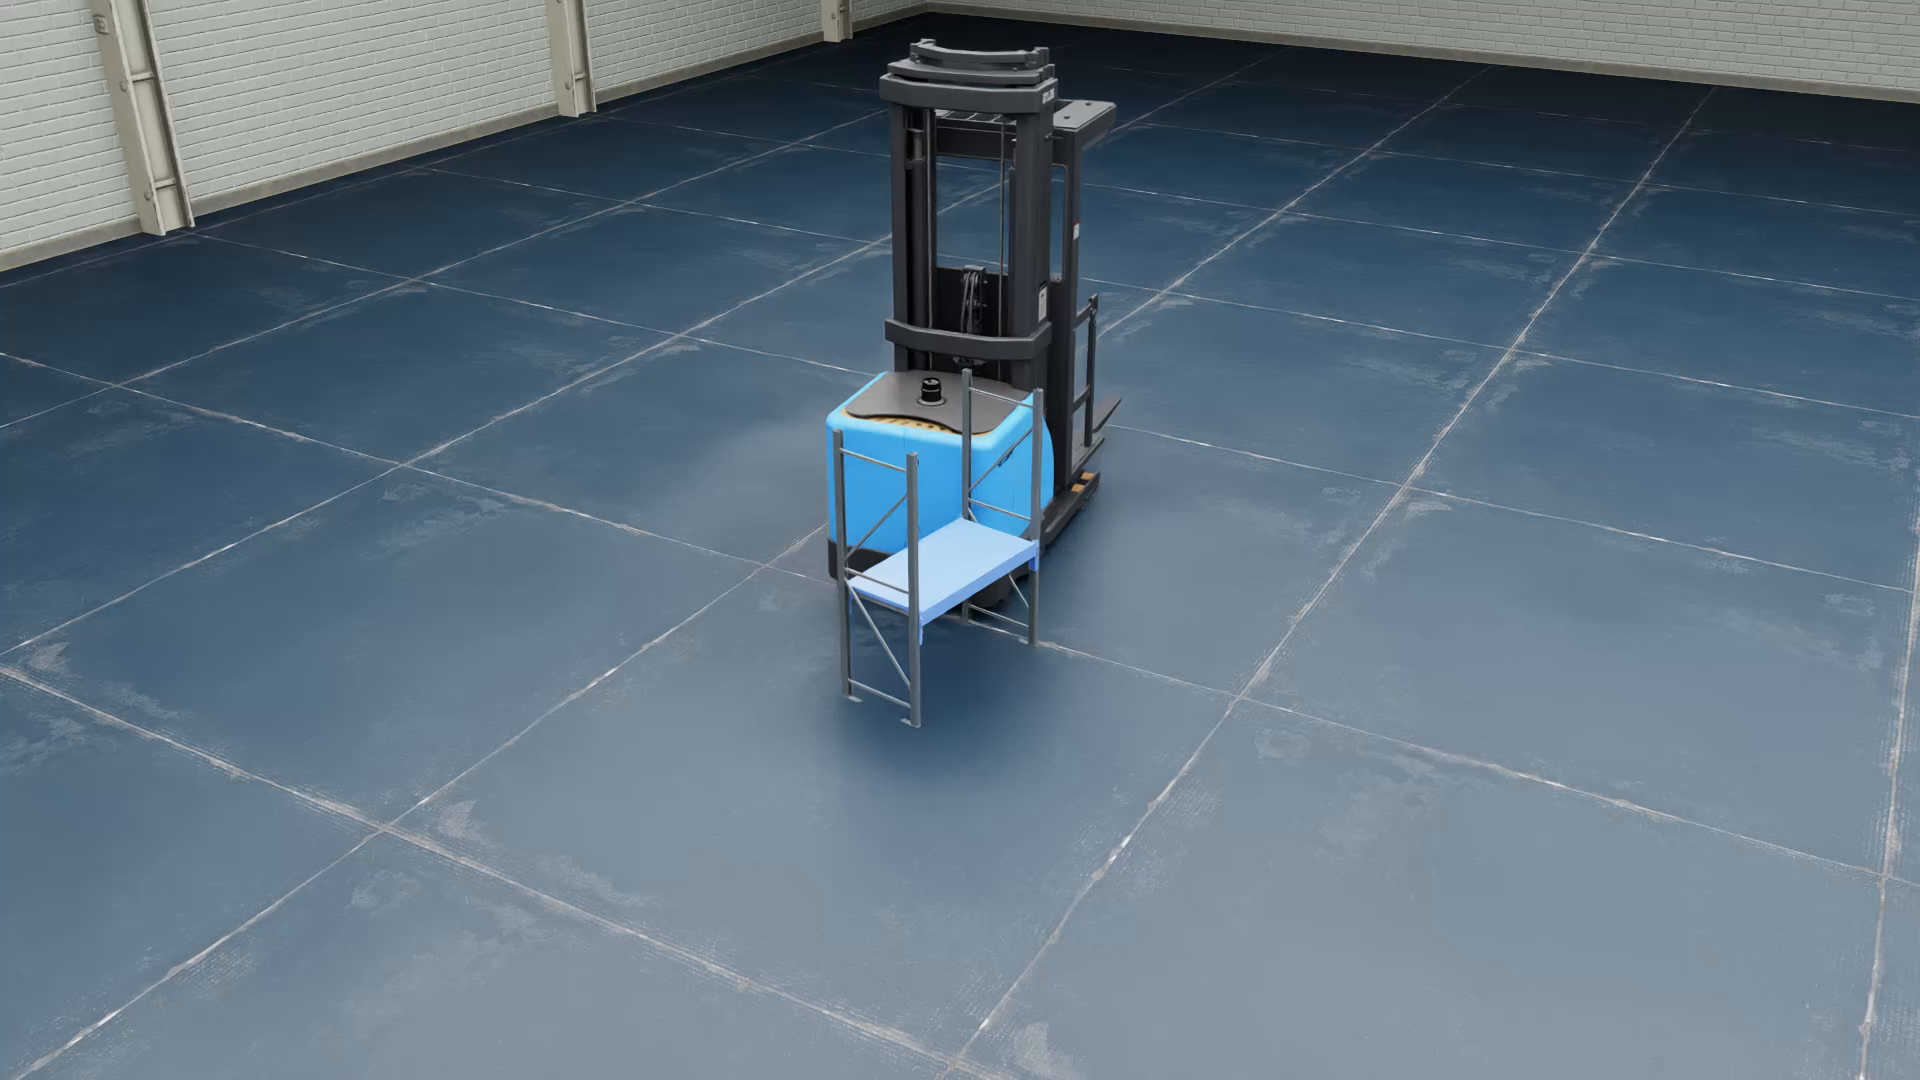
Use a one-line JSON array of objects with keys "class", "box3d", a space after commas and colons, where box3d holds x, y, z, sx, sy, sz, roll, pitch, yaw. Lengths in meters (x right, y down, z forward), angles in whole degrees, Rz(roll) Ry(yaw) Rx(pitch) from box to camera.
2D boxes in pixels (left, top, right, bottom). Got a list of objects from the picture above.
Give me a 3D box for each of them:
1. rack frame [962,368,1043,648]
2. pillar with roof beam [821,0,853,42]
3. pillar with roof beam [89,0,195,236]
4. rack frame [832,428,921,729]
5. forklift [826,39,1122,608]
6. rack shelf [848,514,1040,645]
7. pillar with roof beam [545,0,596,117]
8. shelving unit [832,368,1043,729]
[{"class": "rack frame", "box3d": [0.216, -0.154, 8.882, 0.500, 1.500, 0.032, 19, 32, 33]}, {"class": "pillar with roof beam", "box3d": [1.853, -10.819, 21.811, 9.100, 9.000, 0.400, 14, 30, 26]}, {"class": "pillar with roof beam", "box3d": [-4.050, -6.143, 12.468, 9.100, 9.000, 0.400, 14, 30, 26]}, {"class": "rack frame", "box3d": [-0.404, 0.207, 8.162, 0.500, 1.500, 0.032, 19, 32, 33]}, {"class": "forklift", "box3d": [0.264, -1.567, 10.106, 1.130, 2.935, 3.031, 10, 28, 20]}, {"class": "rack shelf", "box3d": [-0.094, 0.187, 8.603, 0.538, 0.185, 1.000, 19, 32, 33]}, {"class": "pillar with roof beam", "box3d": [-1.098, -8.481, 17.139, 9.100, 9.000, 0.400, 14, 30, 26]}, {"class": "shelving unit", "box3d": [-0.094, 0.026, 8.522, 0.538, 1.500, 1.048, 19, 32, 33]}]
